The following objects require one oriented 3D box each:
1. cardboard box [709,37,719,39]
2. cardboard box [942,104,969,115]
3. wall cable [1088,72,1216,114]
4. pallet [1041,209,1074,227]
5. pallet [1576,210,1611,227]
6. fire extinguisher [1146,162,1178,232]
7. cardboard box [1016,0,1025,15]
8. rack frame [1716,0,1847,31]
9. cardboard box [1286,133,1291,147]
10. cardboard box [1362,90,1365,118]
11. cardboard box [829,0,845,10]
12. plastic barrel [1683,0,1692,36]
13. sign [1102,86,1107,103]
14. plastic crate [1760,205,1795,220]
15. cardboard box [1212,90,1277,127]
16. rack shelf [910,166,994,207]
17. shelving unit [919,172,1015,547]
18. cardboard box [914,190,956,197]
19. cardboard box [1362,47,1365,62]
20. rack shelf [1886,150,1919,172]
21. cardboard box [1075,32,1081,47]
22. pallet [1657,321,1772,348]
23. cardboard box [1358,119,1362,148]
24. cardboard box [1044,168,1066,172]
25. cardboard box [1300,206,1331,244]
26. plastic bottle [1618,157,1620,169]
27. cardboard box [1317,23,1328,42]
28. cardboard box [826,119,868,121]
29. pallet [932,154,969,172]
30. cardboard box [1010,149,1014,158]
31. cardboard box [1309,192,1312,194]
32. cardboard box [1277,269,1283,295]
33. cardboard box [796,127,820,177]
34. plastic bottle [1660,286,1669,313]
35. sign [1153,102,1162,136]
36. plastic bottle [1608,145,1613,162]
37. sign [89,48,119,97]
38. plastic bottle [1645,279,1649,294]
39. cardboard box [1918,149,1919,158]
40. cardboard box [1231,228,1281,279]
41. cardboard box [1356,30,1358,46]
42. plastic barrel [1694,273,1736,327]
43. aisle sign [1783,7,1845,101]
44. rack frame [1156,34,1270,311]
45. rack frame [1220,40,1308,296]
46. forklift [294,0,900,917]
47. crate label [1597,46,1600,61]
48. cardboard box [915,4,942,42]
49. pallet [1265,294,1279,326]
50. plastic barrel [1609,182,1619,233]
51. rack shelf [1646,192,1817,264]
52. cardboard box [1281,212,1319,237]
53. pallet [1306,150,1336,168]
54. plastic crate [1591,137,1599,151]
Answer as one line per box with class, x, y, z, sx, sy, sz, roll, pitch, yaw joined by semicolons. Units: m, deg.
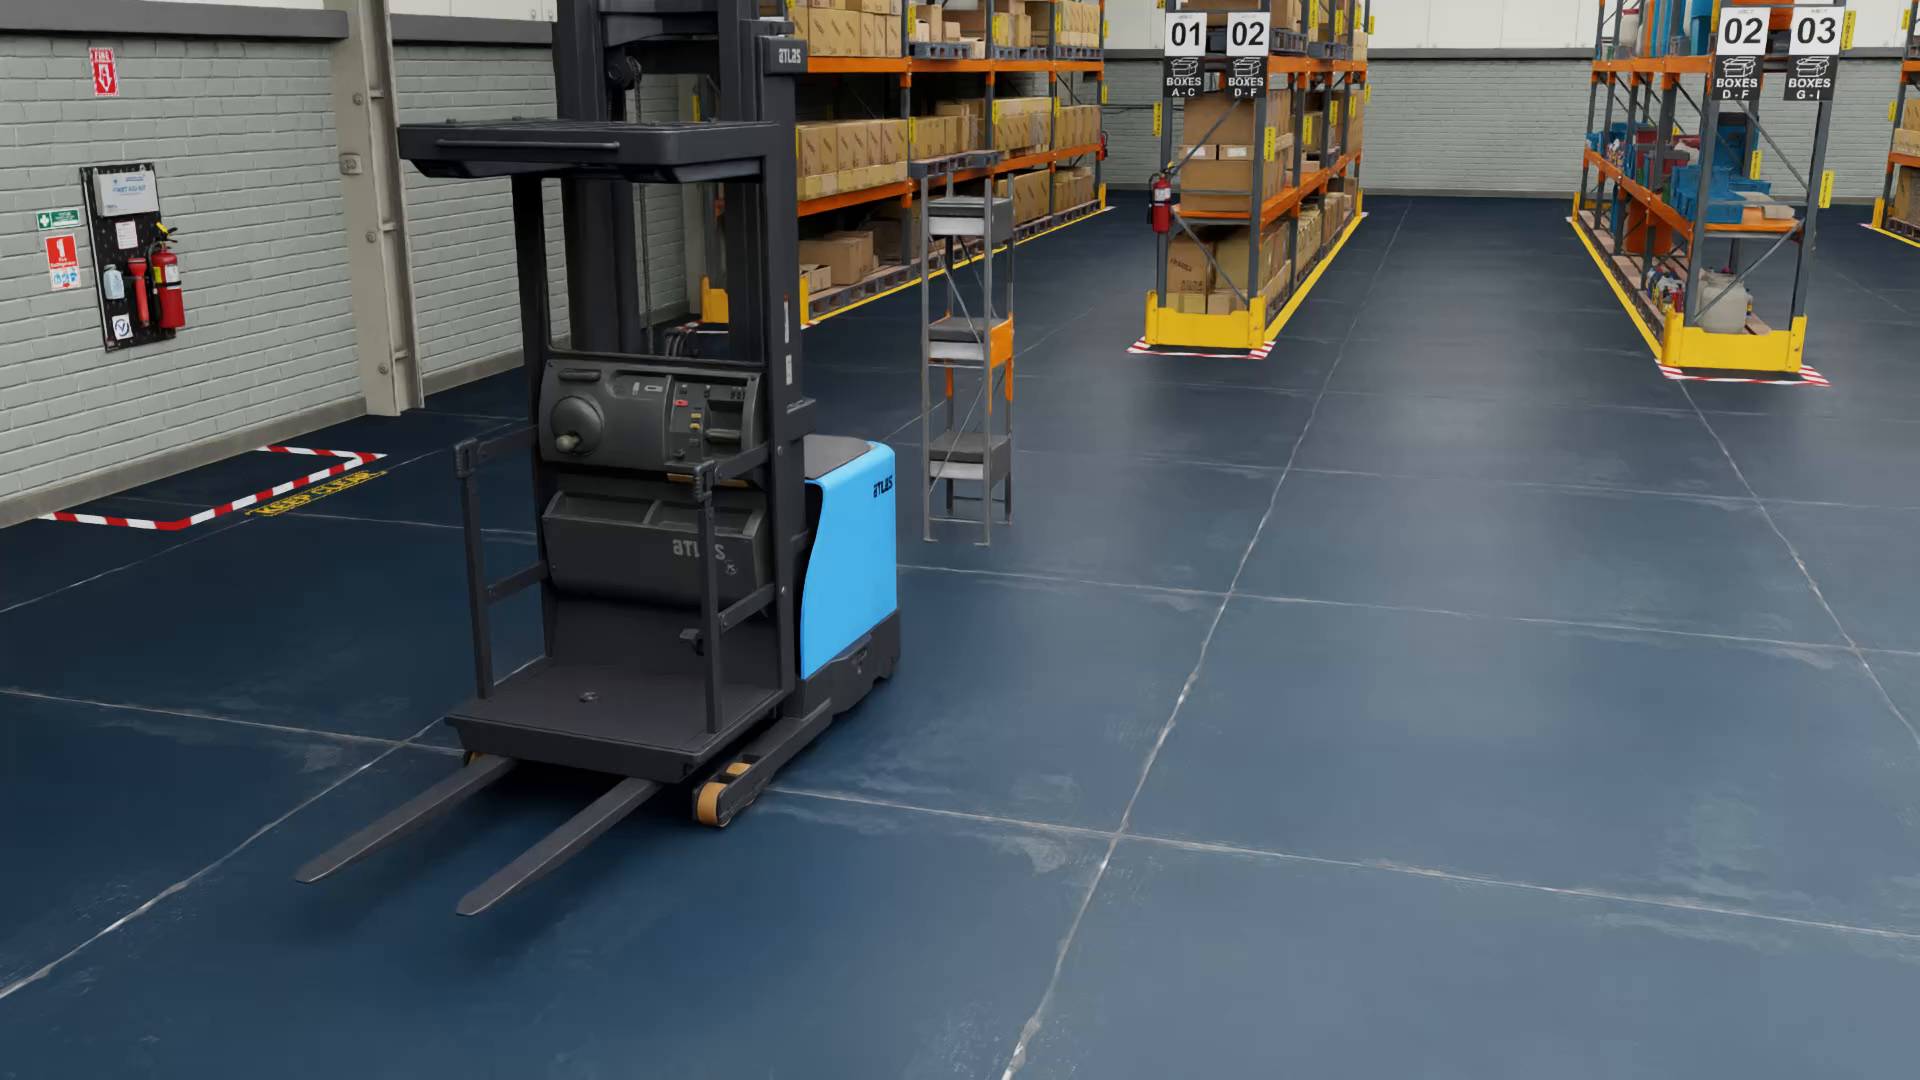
cardboard box;-2.396;-5.448;17.824;0.500;0.500;0.500;6;17;20
cardboard box;-0.068;-6.391;24.686;0.380;0.149;0.250;2;16;9
wall cable;4.225;-10.849;37.278;3.097;2.526;0.112;5;16;16
pallet;1.429;-5.810;29.925;1.003;0.211;1.213;5;16;16
pallet;11.502;-5.682;29.476;1.003;0.211;1.213;5;16;16
fire extinguisher;1.999;-3.403;16.473;0.296;0.674;0.183;5;16;16
cardboard box;0.762;-8.802;27.503;0.500;0.250;0.500;6;17;20
rack frame;7.226;-5.937;14.269;1.000;3.000;0.127;5;16;16
cardboard box;3.671;-4.690;19.495;0.380;0.149;0.250;4;16;15
cardboard box;7.162;-8.013;30.567;0.500;0.500;0.500;4;16;15
cardboard box;-1.604;-6.145;18.447;0.500;0.500;0.500;5;17;17
plastic barrel;8.052;-5.698;17.951;0.421;0.512;0.421;0;16;0
sign;2.791;-8.630;32.202;0.100;0.325;0.005;5;16;16
plastic crate;7.789;-3.133;15.861;0.298;0.136;0.250;5;16;16
cardboard box;3.067;-4.644;18.144;0.700;0.500;0.500;5;16;16
rack shelf;-0.567;-5.042;23.428;1.077;0.370;4.000;5;16;16
shelving unit;0.047;-1.053;9.696;0.431;2.100;0.503;5;16;16
cardboard box;-0.376;-4.945;24.167;0.500;0.250;0.500;5;17;17
cardboard box;6.979;-8.708;29.810;0.500;0.250;0.500;5;16;16
rack shelf;15.954;-5.983;26.745;1.077;0.370;4.000;5;16;16
cardboard box;1.884;-9.007;29.911;0.500;0.250;0.500;4;16;14
pallet;7.439;-1.945;16.299;1.003;0.211;1.213;5;16;16
cardboard box;7.015;-7.395;30.222;0.500;0.500;0.500;5;17;16
cardboard box;1.801;-6.976;31.548;0.380;0.149;0.250;5;17;16
cardboard box;5.155;-4.635;24.447;0.500;0.500;0.500;5;17;18
plastic bottle;9.460;-5.403;23.746;0.097;0.201;0.097;0;16;0
cardboard box;4.843;-7.137;23.813;0.910;0.500;0.500;5;16;16
cardboard box;-1.469;-5.057;21.024;0.500;0.500;0.500;4;16;15
pallet;-0.522;-5.298;23.364;1.003;0.211;1.213;5;16;16
cardboard box;0.656;-6.207;26.641;0.380;0.149;0.250;5;17;17
cardboard box;5.517;-5.477;27.415;0.500;0.500;0.500;4;16;13
cardboard box;3.413;-2.961;19.041;0.500;0.250;0.500;5;16;16
cardboard box;-1.848;-4.219;18.069;0.500;0.500;0.500;5;16;16
plastic bottle;7.344;-2.502;17.325;0.061;0.283;0.133;5;17;17
sign;1.962;-4.152;16.416;0.100;0.325;0.005;5;16;16
plastic bottle;9.976;-5.913;25.414;0.097;0.271;0.097;0;16;0
sign;-5.444;-2.977;10.578;0.001;0.298;0.199;5;16;16
plastic bottle;7.823;-2.886;18.831;0.097;0.201;0.097;0;16;0
cardboard box;15.596;-6.193;26.627;0.380;0.149;0.250;5;17;17
cardboard box;3.273;-3.191;18.477;0.500;0.500;0.500;5;16;16
cardboard box;6.405;-8.425;27.899;0.500;0.250;0.500;5;16;16
plastic barrel;7.482;-2.365;16.460;0.421;0.512;0.421;0;16;0
aisle sign;7.487;-4.260;14.586;0.394;0.787;0.004;5;16;16
rack frame;2.478;-3.436;16.445;1.000;3.000;0.127;5;16;16
rack frame;3.615;-4.482;20.134;1.000;3.000;0.127;5;16;16
forklift;-1.263;-0.481;6.155;1.130;2.935;3.031;6;17;20
crate label;11.201;-8.392;28.694;0.408;0.251;0.502;5;16;16
cardboard box;-0.553;-7.018;22.625;0.500;0.500;0.500;4;16;14
pallet;3.004;-2.616;18.664;1.003;0.211;1.213;5;16;16
plastic barrel;10.466;-5.242;25.888;0.600;0.901;0.708;5;16;16
rack shelf;7.795;-3.228;17.030;1.077;0.370;4.000;5;16;16
cardboard box;4.698;-4.385;23.034;0.500;0.311;0.500;4;16;15
pallet;4.877;-5.619;24.495;1.213;0.211;1.003;5;16;16
plastic crate;10.928;-6.723;28.231;0.416;0.233;0.300;5;16;16
